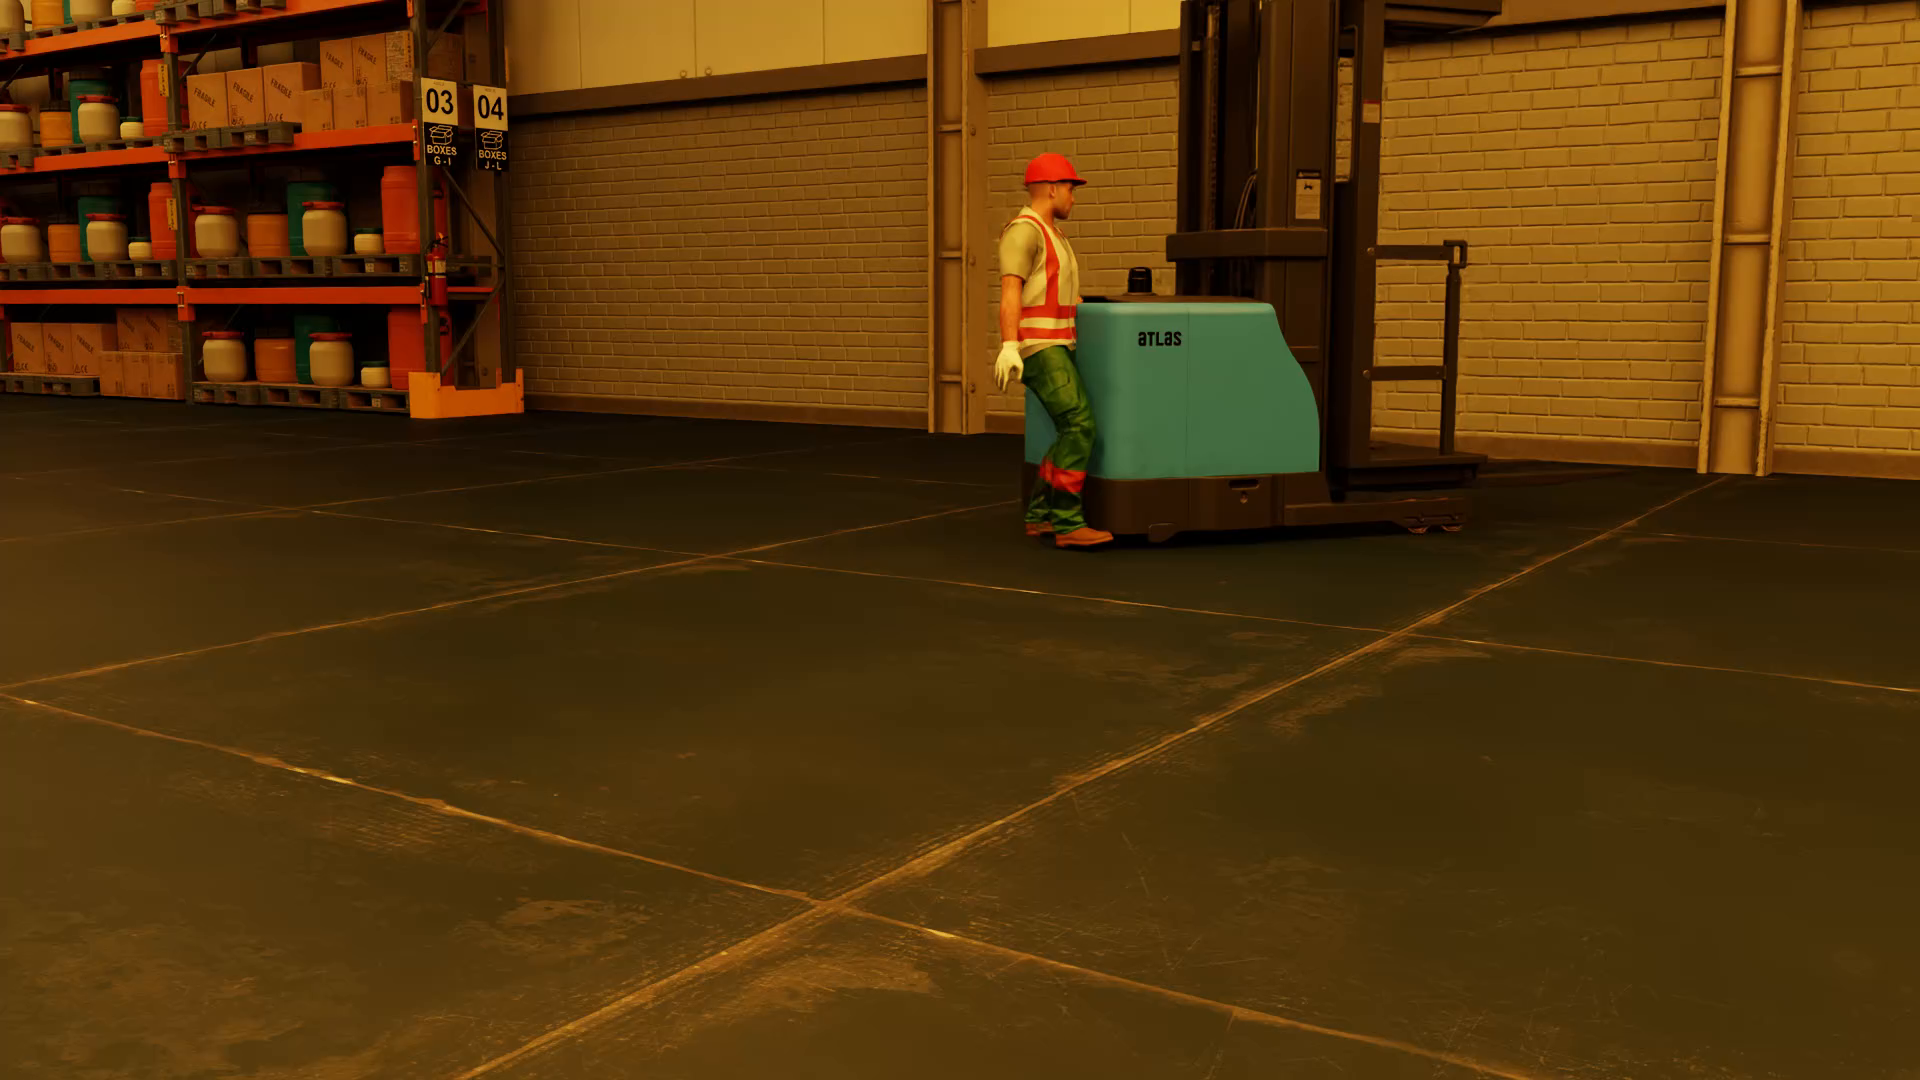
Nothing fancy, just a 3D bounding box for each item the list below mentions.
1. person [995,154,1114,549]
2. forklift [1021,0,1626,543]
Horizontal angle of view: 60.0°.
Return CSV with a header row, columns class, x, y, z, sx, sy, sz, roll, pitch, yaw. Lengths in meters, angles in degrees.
class,x,y,z,sx,sy,sz,roll,pitch,yaw
person,0.464,-0.837,7.384,0.559,1.735,0.741,3,8,18
forklift,1.870,-1.545,8.058,3.031,2.935,1.130,-3,9,-21
